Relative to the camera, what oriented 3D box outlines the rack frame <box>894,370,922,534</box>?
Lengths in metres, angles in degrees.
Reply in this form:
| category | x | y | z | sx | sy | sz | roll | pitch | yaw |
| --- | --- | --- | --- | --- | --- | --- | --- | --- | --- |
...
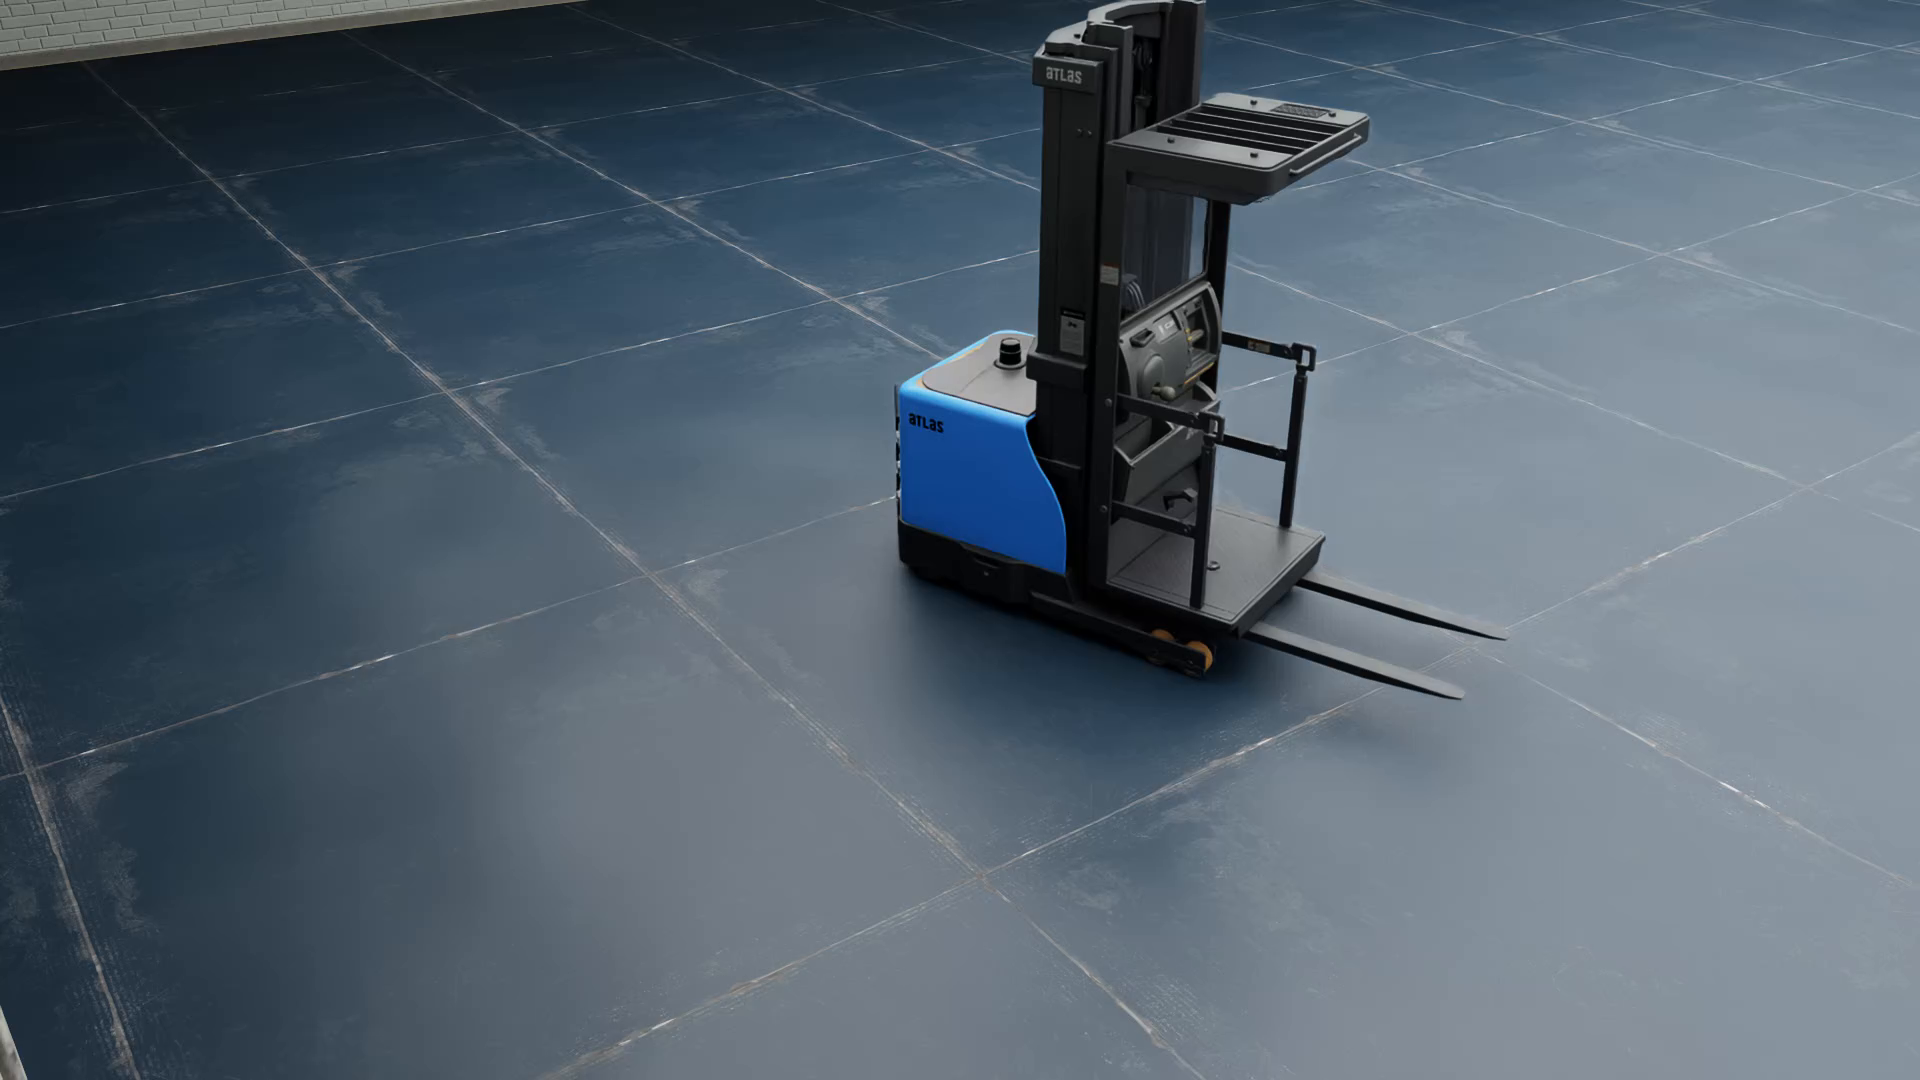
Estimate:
| category | x | y | z | sx | sy | sz | roll | pitch | yaw |
| --- | --- | --- | --- | --- | --- | --- | --- | --- | --- |
| rack frame | -0.278 | -0.474 | 9.118 | 0.006 | 0.900 | 0.240 | 18 | 33 | 30 |

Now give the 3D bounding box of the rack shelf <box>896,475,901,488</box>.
| category | x | y | z | sx | sy | sz | roll | pitch | yaw |
| --- | --- | --- | --- | --- | --- | --- | --- | --- | --- |
| rack shelf | -0.194 | -0.338 | 9.126 | 0.200 | 0.077 | 0.258 | 18 | 33 | 30 |

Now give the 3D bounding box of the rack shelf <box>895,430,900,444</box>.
| category | x | y | z | sx | sy | sz | roll | pitch | yaw |
| --- | --- | --- | --- | --- | --- | --- | --- | --- | --- |
| rack shelf | -0.194 | -0.575 | 8.997 | 0.200 | 0.077 | 0.258 | 18 | 33 | 30 |

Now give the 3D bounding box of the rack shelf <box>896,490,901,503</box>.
| category | x | y | z | sx | sy | sz | roll | pitch | yaw |
| --- | --- | --- | --- | --- | --- | --- | --- | --- | --- |
| rack shelf | -0.194 | -0.259 | 9.169 | 0.200 | 0.077 | 0.258 | 18 | 33 | 30 |

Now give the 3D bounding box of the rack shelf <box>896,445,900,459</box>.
| category | x | y | z | sx | sy | sz | roll | pitch | yaw |
| --- | --- | --- | --- | --- | --- | --- | --- | --- | --- |
| rack shelf | -0.194 | -0.496 | 9.040 | 0.200 | 0.077 | 0.258 | 18 | 33 | 30 |

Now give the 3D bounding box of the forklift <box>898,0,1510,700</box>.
| category | x | y | z | sx | sy | sz | roll | pitch | yaw |
| --- | --- | --- | --- | --- | --- | --- | --- | --- | --- |
| forklift | 1.178 | -0.922 | 7.814 | 3.031 | 2.935 | 1.130 | 18 | 33 | 30 |

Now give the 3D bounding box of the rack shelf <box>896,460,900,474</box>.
| category | x | y | z | sx | sy | sz | roll | pitch | yaw |
| --- | --- | --- | --- | --- | --- | --- | --- | --- | --- |
| rack shelf | -0.194 | -0.417 | 9.083 | 0.200 | 0.077 | 0.258 | 18 | 33 | 30 |

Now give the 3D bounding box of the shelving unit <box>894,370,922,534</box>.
| category | x | y | z | sx | sy | sz | roll | pitch | yaw |
| --- | --- | --- | --- | --- | --- | --- | --- | --- | --- |
| shelving unit | -0.194 | -0.446 | 9.067 | 0.210 | 0.900 | 0.258 | 18 | 33 | 30 |

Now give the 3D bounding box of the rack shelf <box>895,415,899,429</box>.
| category | x | y | z | sx | sy | sz | roll | pitch | yaw |
| --- | --- | --- | --- | --- | --- | --- | --- | --- | --- |
| rack shelf | -0.194 | -0.654 | 8.954 | 0.200 | 0.077 | 0.258 | 18 | 33 | 30 |
